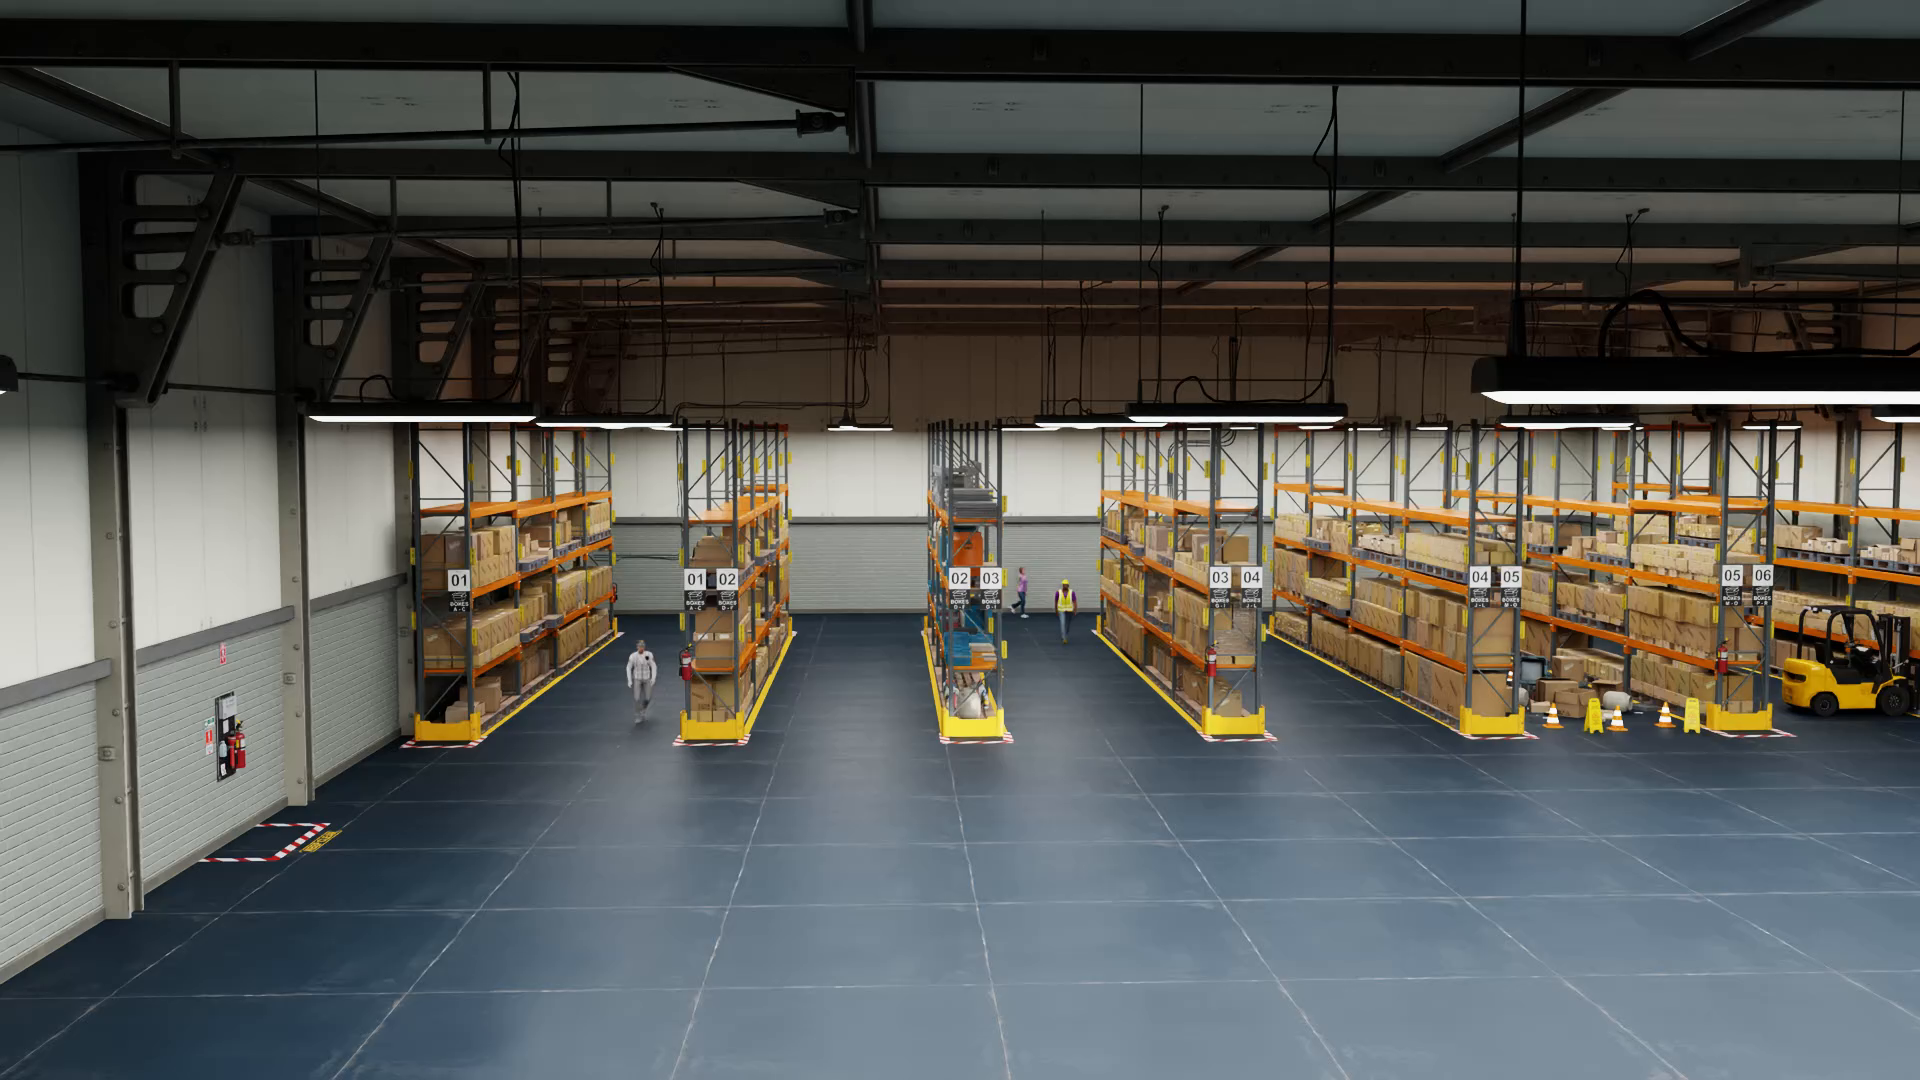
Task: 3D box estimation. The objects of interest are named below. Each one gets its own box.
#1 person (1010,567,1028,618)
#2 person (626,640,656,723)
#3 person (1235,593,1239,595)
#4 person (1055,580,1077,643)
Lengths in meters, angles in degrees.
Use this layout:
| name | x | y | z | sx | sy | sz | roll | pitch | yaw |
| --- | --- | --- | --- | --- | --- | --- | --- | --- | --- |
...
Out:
| name | x | y | z | sx | sy | sz | roll | pitch | yaw |
| --- | --- | --- | --- | --- | --- | --- | --- | --- | --- |
| person | 1.867 | 1.609 | 51.815 | 0.717 | 1.571 | 0.415 | 2 | 4 | 32 |
| person | -6.349 | 2.785 | 33.140 | 0.583 | 1.659 | 0.548 | -1 | 4 | -12 |
| person | 8.012 | 1.749 | 48.788 | 1.019 | 1.682 | 0.520 | 0 | 4 | -2 |
| person | 2.905 | 1.942 | 45.496 | 0.577 | 1.709 | 1.081 | 0 | 4 | -5 |
